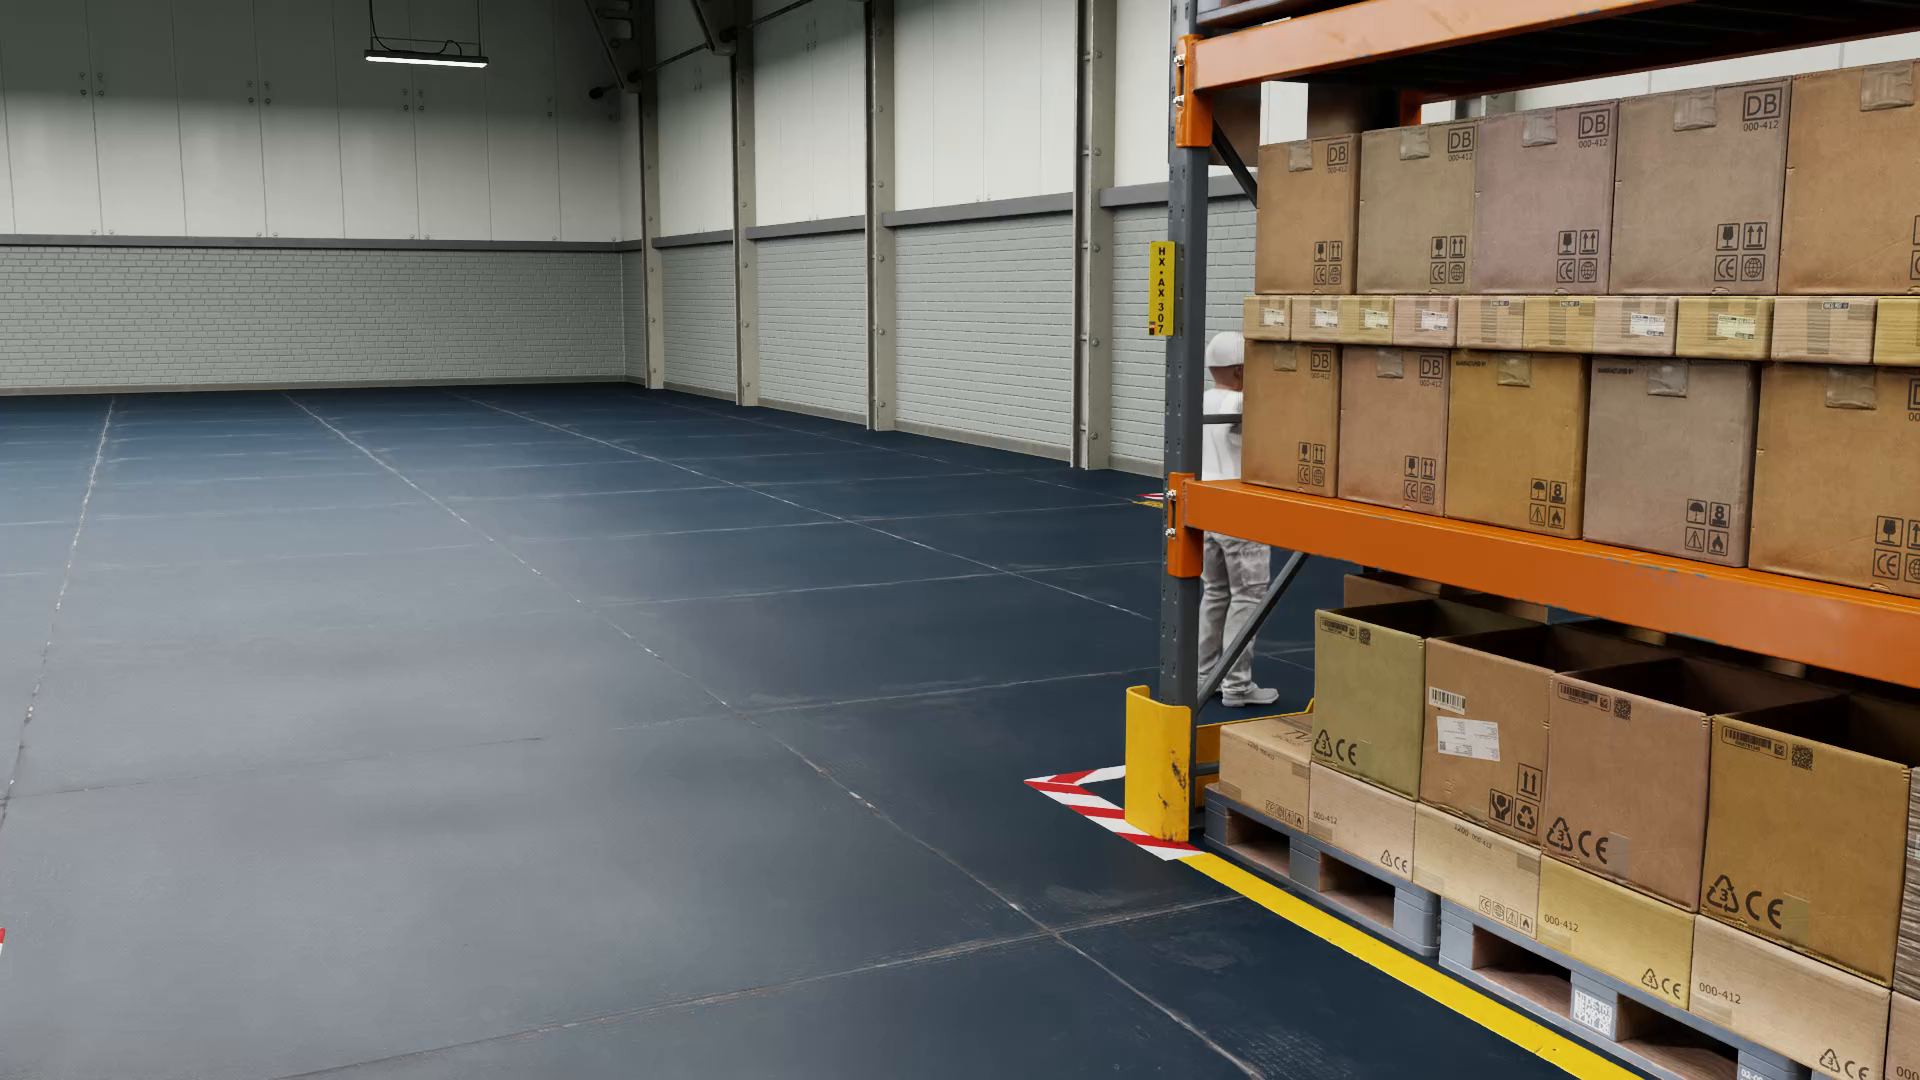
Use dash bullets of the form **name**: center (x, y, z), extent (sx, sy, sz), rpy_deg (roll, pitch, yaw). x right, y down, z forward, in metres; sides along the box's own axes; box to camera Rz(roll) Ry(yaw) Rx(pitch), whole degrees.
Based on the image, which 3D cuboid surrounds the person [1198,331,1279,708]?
- **person**: center (1.391, -0.115, 8.051), extent (0.565, 1.781, 0.489), rpy_deg (-4, 9, -26)
